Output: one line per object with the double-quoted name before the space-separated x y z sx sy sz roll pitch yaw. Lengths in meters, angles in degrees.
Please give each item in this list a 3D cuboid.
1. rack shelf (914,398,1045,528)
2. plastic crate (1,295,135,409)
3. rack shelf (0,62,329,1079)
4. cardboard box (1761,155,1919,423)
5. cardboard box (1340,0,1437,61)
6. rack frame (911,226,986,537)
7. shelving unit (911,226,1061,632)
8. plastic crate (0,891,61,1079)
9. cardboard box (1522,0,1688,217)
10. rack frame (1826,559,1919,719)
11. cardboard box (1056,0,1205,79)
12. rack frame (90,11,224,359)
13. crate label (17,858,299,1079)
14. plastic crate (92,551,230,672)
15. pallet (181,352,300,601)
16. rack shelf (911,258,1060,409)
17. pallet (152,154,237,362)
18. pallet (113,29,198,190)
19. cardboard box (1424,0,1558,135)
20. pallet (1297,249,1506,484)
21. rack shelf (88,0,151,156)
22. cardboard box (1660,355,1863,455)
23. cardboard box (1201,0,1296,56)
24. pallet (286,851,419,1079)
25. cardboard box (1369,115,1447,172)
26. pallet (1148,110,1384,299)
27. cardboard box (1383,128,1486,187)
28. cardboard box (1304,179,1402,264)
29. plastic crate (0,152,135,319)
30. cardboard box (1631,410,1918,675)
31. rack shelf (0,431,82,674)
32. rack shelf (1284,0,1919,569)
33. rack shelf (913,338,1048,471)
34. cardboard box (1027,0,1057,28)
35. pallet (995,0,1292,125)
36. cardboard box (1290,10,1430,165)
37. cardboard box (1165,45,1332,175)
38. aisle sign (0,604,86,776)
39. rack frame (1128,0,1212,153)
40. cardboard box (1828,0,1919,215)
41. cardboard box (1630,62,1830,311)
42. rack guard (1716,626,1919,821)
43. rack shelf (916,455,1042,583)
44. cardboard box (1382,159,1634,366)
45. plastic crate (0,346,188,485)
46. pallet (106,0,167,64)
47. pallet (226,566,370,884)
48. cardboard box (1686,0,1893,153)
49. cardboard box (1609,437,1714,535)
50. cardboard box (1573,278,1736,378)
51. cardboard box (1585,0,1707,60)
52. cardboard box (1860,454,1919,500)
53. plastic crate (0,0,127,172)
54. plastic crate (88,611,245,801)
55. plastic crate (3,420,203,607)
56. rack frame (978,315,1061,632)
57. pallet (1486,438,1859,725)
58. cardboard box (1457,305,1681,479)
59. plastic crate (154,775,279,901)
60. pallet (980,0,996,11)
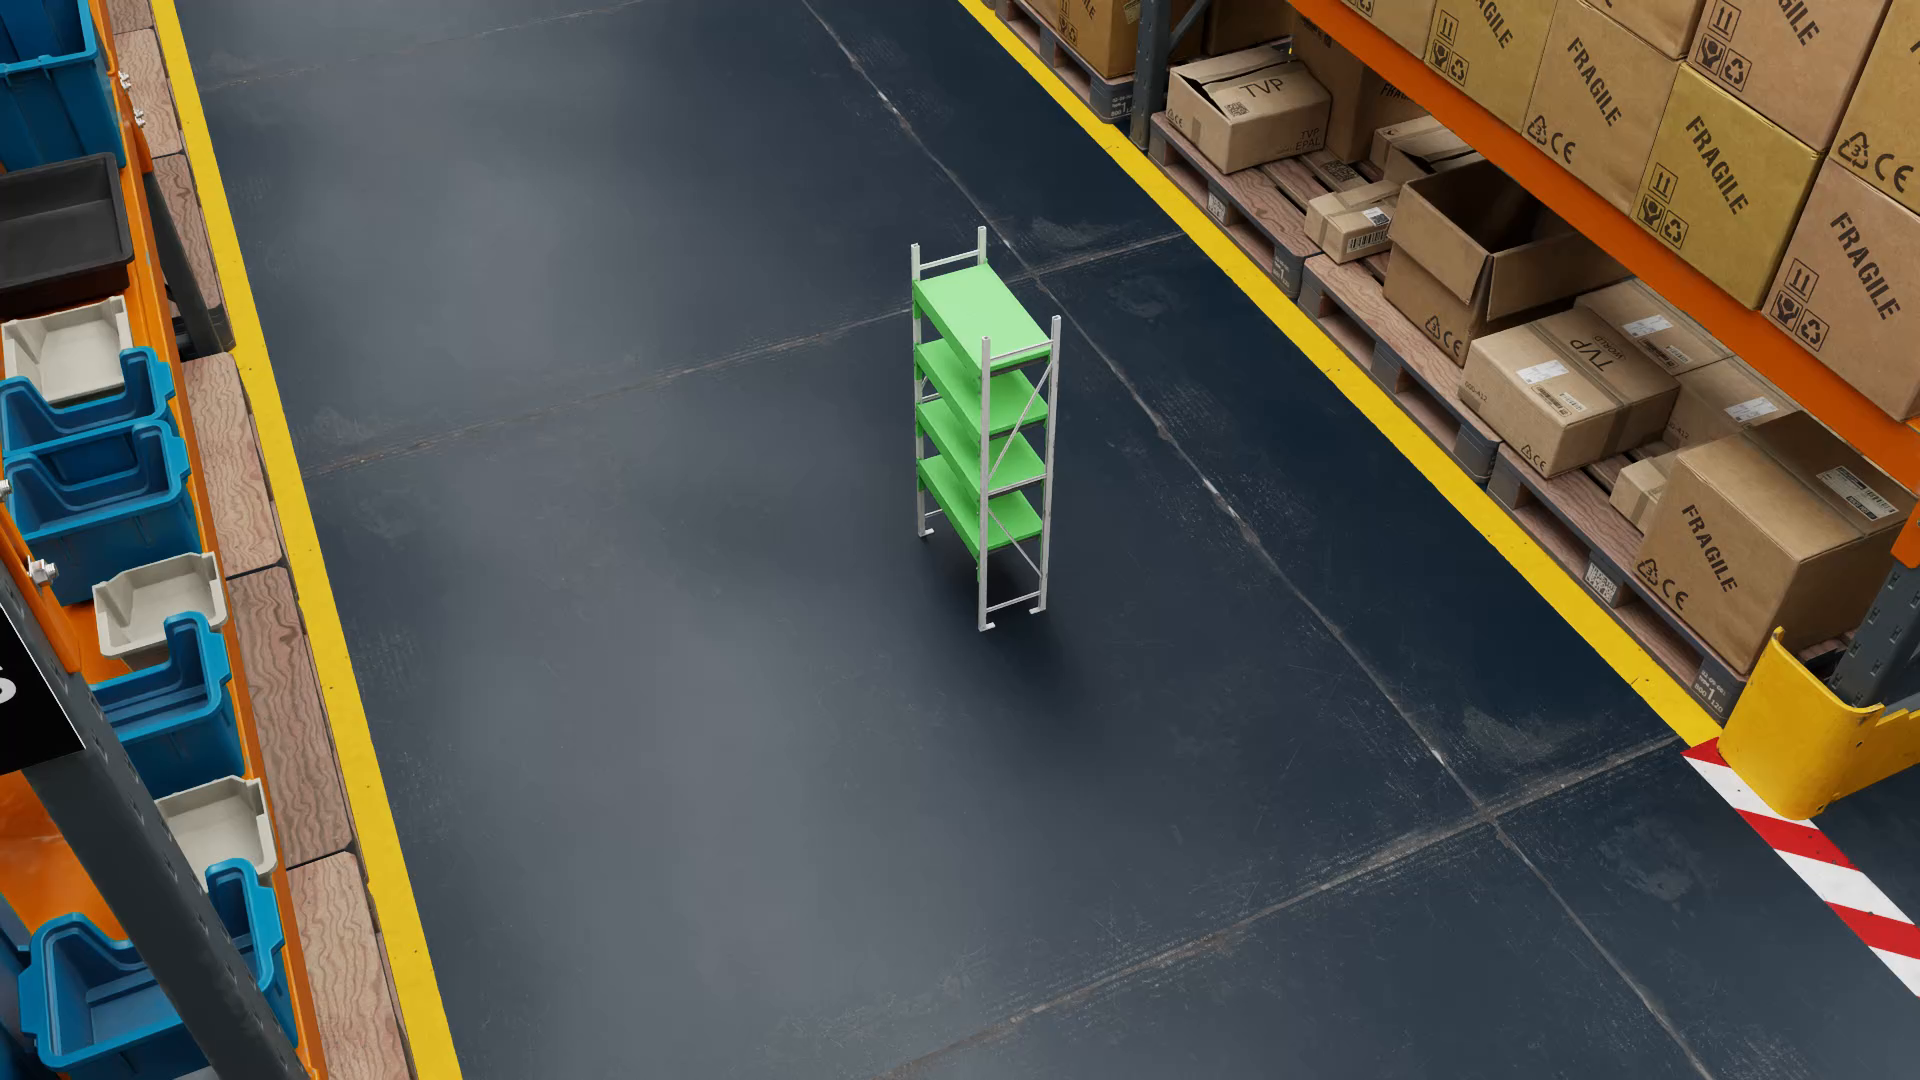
"rack shelf" 0.070 -0.276 5.267 0.258 0.148 0.480 -18 47 -17
"plastic crate" -2.240 -0.452 4.218 0.293 0.136 0.466 -18 47 -17
"rack shelf" -2.404 -0.015 4.142 1.077 0.370 4.000 -18 47 -17
"cardboard box" 2.498 -0.698 4.250 0.500 0.500 0.500 -17 47 -16
"cardboard box" 1.645 -1.992 5.562 0.500 0.500 0.500 -18 47 -18
"rack frame" -0.033 -0.477 5.379 0.240 1.200 0.015 -18 47 -17
"shelving unit" 0.070 -0.322 5.222 0.258 1.200 0.503 -18 47 -17
"plastic crate" -1.873 0.811 2.724 0.616 0.435 0.499 -18 47 -17
"cardboard box" 2.071 -1.347 4.908 0.500 0.500 0.500 -18 47 -17
"rack frame" 2.933 -0.457 4.078 1.000 3.000 0.127 -18 47 -17
"cardboard box" 0.783 -2.503 7.617 0.500 0.500 0.500 -18 47 -18
"rack frame" -3.245 -1.546 5.181 1.000 3.000 0.127 -18 47 -17
"crate label" -1.368 0.787 2.893 0.416 0.233 0.303 -18 47 -17
"plastic crate" -1.713 0.160 3.597 0.250 0.136 0.298 -18 47 -17
"pallet" -2.900 -0.096 5.697 1.003 0.211 1.213 -18 47 -17
"rack shelf" 0.070 -0.618 4.929 0.258 0.148 0.480 -18 47 -17
"pallet" -3.531 -1.057 6.671 1.003 0.211 1.213 -18 47 -17
"pallet" -4.048 -1.836 7.460 1.003 0.211 1.213 -18 47 -17
"cardboard box" 1.860 -1.668 5.234 0.500 0.500 0.500 -19 48 -18
"pallet" 2.056 -0.797 6.408 1.003 0.211 1.213 -18 47 -17
"rack shelf" -4.086 -2.564 6.725 1.077 0.370 4.000 -18 47 -17
"cardboard box" 2.751 -0.384 5.648 0.500 0.250 0.500 -18 47 -17
"cardboard box" 1.269 -2.653 7.770 0.500 0.500 0.500 -20 48 -19
"pallet" -1.874 1.459 4.121 1.003 0.211 1.213 -18 47 -17
"cardboard box" 1.960 -1.647 7.000 0.380 0.149 0.250 -18 47 -17
"pallet" 1.539 -1.576 7.197 1.003 0.211 1.213 -18 47 -17
"cardboard box" 2.063 -1.448 6.683 0.500 0.311 0.500 -18 47 -17
"cardboard box" 1.604 -1.275 6.610 0.380 0.166 0.250 -18 47 -17
"plastic crate" -2.530 -0.835 4.614 0.437 0.125 0.590 -18 47 -17
"cardboard box" 2.481 0.002 5.078 0.500 0.500 0.500 -18 47 -17
"rack shelf" -2.404 -1.083 3.088 1.077 0.370 4.000 -18 47 -17
"rack shelf" 2.092 -1.476 5.622 1.077 0.370 4.000 -18 47 -17
"rack shelf" 0.070 -0.447 5.098 0.258 0.148 0.480 -18 47 -17
"cardboard box" 0.583 -2.820 7.939 0.500 0.500 0.500 -18 47 -17
"pallet" 0.875 -2.521 8.154 1.003 0.211 1.213 -18 47 -17
"cardboard box" 1.748 -1.994 7.101 0.500 0.500 0.500 -18 47 -17
"cardboard box" 1.231 -1.874 7.115 0.500 0.311 0.500 -18 47 -17
"aisle sign" -1.263 0.036 1.727 0.394 0.787 0.004 -18 47 -17
"rack frame" 1.251 -3.006 6.661 1.000 3.000 0.127 -18 47 -17
"cardboard box" 2.496 -1.051 3.896 0.500 0.500 0.500 -18 48 -18
"cardboard box" 2.276 -1.027 4.584 0.500 0.500 0.500 -18 47 -17
"rack guard" 2.901 0.384 5.005 1.175 0.500 0.348 -18 47 -17
"rack shelf" 0.070 -0.105 5.435 0.258 0.148 0.480 -18 47 -17
"cardboard box" 2.046 -1.078 6.171 0.797 0.503 0.637 -18 47 -17
"plastic crate" -2.048 -0.243 3.937 0.416 0.233 0.300 -18 47 -17
"pallet" -4.557 -2.612 8.247 1.003 0.211 1.213 -18 47 -17
"pallet" -2.384 0.683 4.908 1.003 0.211 1.213 -18 47 -17
"cardboard box" 2.283 -1.373 4.222 0.500 0.500 0.500 -17 47 -16
"cardboard box" 2.392 -0.164 5.484 0.380 0.166 0.250 -18 47 -17
"cardboard box" 2.541 -0.702 5.971 0.500 0.250 0.500 -18 47 -17
"cardboard box" 2.061 -1.702 4.556 0.500 0.500 0.500 -17 47 -16
"cardboard box" 2.964 -0.133 5.453 0.380 0.166 0.250 -18 47 -17
"plastic crate" -2.739 -1.365 4.966 0.392 0.384 0.575 -18 47 -17
"plastic crate" -1.645 0.368 3.318 0.416 0.233 0.300 -18 47 -17
"plastic crate" -1.922 -0.052 3.744 0.416 0.233 0.300 -18 47 -17
"rack frame" 0.172 -0.166 5.064 0.240 1.200 0.015 -18 47 -17
"pallet" 2.565 -0.021 5.621 1.003 0.211 1.213 -18 47 -17
"cardboard box" 2.109 -0.523 5.789 0.500 0.250 0.500 -18 47 -17
"plastic crate" -1.428 0.592 3.159 0.250 0.136 0.298 -18 47 -17
"pallet" 0.358 -3.299 8.943 1.003 0.211 1.213 -18 47 -17
